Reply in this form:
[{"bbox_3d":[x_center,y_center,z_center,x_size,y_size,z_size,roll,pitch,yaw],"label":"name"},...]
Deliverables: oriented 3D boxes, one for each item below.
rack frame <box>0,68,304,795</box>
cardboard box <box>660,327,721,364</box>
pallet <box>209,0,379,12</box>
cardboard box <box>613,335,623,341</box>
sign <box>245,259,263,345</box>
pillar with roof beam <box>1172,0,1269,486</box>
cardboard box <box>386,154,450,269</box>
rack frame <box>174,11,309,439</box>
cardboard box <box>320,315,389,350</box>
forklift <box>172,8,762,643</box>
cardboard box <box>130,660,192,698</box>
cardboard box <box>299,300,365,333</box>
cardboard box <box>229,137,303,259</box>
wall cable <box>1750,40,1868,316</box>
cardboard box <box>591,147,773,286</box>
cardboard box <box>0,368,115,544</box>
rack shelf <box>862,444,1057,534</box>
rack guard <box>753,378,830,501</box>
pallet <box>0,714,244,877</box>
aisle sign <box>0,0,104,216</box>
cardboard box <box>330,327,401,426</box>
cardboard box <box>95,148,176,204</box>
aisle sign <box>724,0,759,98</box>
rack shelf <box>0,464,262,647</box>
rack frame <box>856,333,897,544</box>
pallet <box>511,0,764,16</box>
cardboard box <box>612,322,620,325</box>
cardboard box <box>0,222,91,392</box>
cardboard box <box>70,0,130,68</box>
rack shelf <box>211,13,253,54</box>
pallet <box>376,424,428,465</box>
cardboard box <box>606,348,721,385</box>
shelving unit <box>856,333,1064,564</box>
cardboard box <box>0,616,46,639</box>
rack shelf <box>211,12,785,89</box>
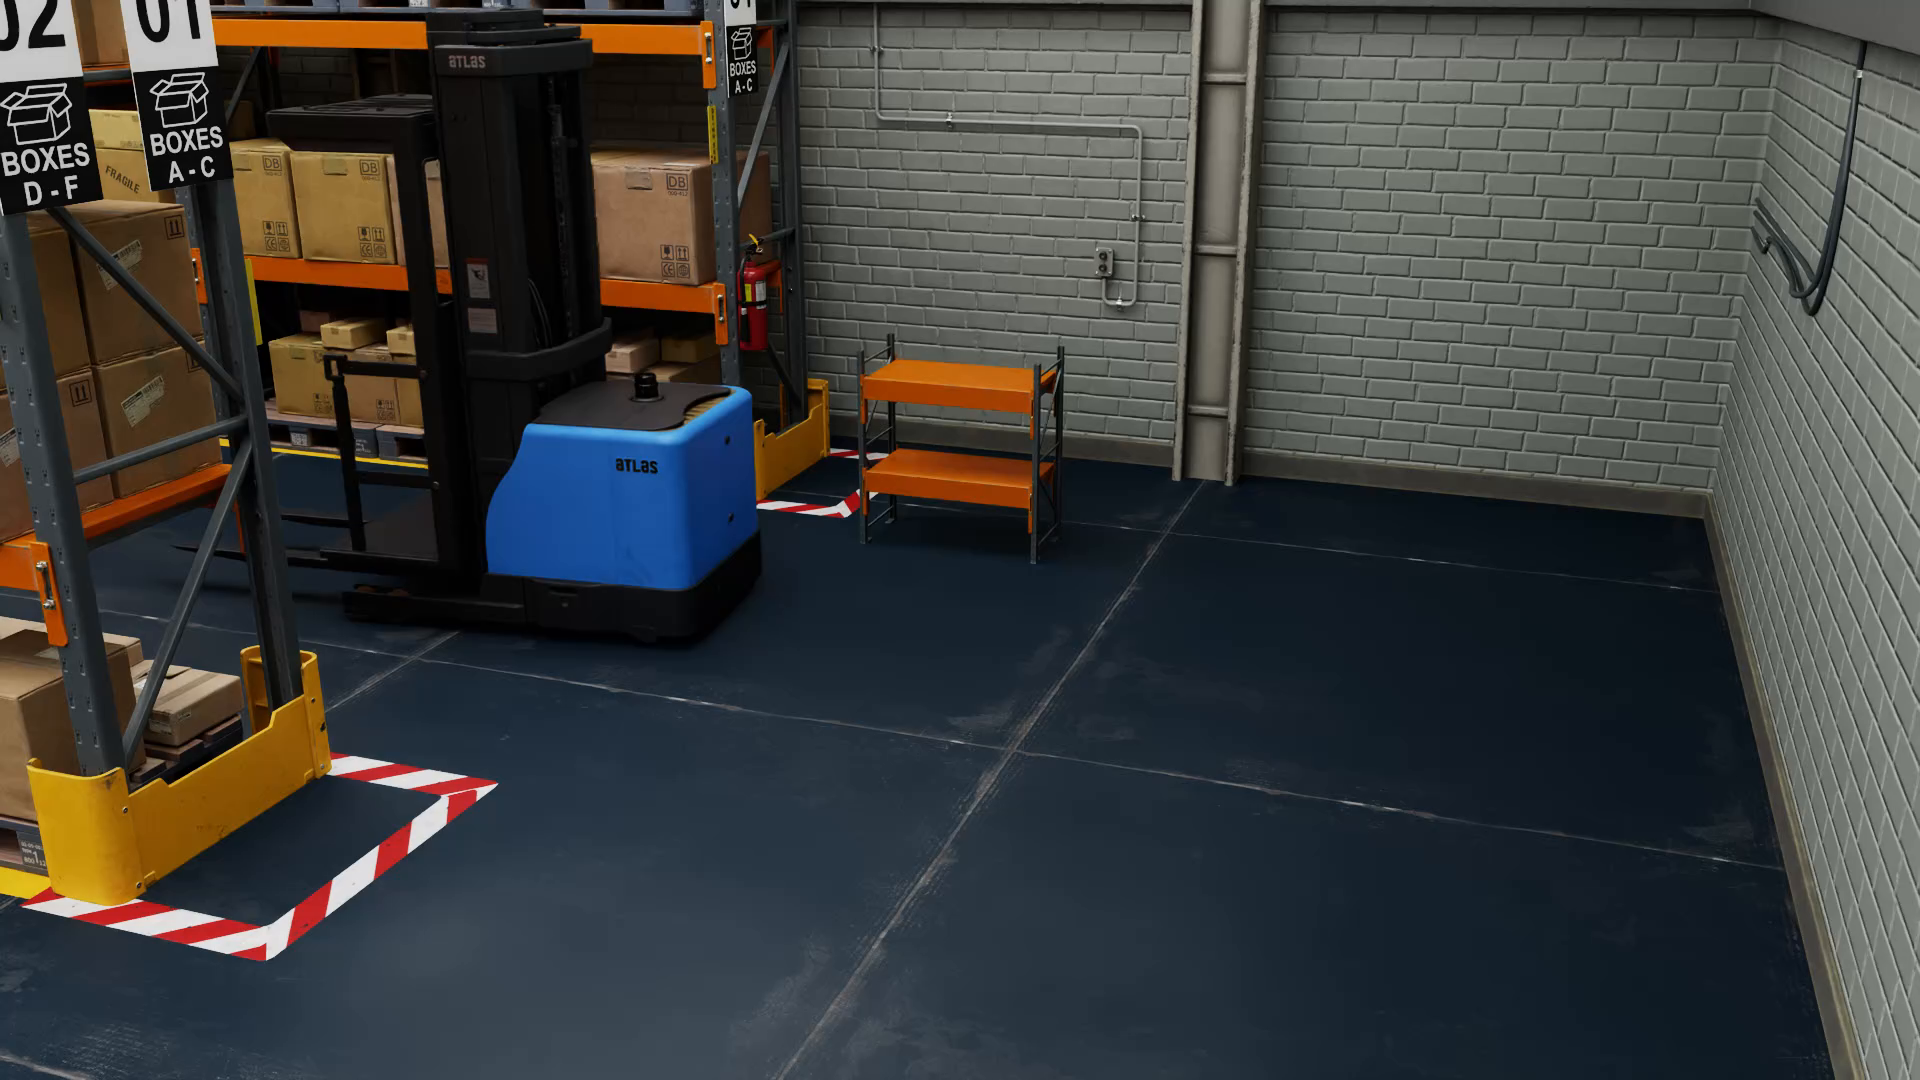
[{"bbox_3d":[-2.858,-0.310,5.909,0.127,3.000,1.000,7,20,18],"label":"rack frame"},{"bbox_3d":[-1.746,-1.268,10.832,0.250,0.149,0.380,7,20,18],"label":"cardboard box"},{"bbox_3d":[-4.245,-3.566,10.826,1.213,0.211,1.003,7,20,18],"label":"pallet"},{"bbox_3d":[-2.353,-1.204,10.648,0.250,0.149,0.380,7,20,20],"label":"cardboard box"},{"bbox_3d":[-2.680,-0.888,6.250,0.005,0.325,0.100,7,20,18],"label":"sign"},{"bbox_3d":[0.186,-3.322,5.436,0.400,9.000,9.100,7,20,18],"label":"pillar with roof beam"},{"bbox_3d":[-3.129,-2.205,10.888,0.700,0.700,0.980,6,20,15],"label":"cardboard box"},{"bbox_3d":[-5.014,-2.283,11.568,0.127,3.000,1.000,7,20,18],"label":"rack frame"},{"bbox_3d":[-4.078,-1.401,11.212,0.250,0.149,0.380,7,20,20],"label":"cardboard box"},{"bbox_3d":[-2.630,-1.128,8.360,3.031,2.935,1.130,5,20,13],"label":"forklift"},{"bbox_3d":[-3.377,0.641,6.817,0.250,0.166,0.380,7,20,18],"label":"cardboard box"},{"bbox_3d":[-4.413,-1.572,11.703,0.250,0.149,0.380,6,20,18],"label":"cardboard box"},{"bbox_3d":[-4.507,-2.361,11.336,0.700,0.700,0.980,7,20,19],"label":"cardboard box"},{"bbox_3d":[3.990,-2.495,7.781,0.112,2.526,3.097,7,20,18],"label":"wall cable"},{"bbox_3d":[-1.721,-2.044,10.428,0.700,0.700,0.980,7,21,21],"label":"cardboard box"},{"bbox_3d":[-3.370,-0.321,5.788,0.500,0.500,0.500,7,20,20],"label":"cardboard box"},{"bbox_3d":[0.006,-0.300,9.469,1.000,0.278,0.538,7,20,18],"label":"rack shelf"},{"bbox_3d":[-1.213,-0.668,10.733,0.348,0.500,1.175,7,20,18],"label":"rack guard"},{"bbox_3d":[-3.683,0.913,6.638,1.213,0.211,1.003,7,20,18],"label":"pallet"},{"bbox_3d":[-2.894,-1.435,5.187,0.004,0.787,0.394,7,20,18],"label":"aisle sign"},{"bbox_3d":[-3.868,-1.133,11.429,0.500,0.500,0.700,6,20,18],"label":"cardboard box"},{"bbox_3d":[-5.533,-2.451,11.418,0.500,0.500,0.500,6,20,17],"label":"cardboard box"},{"bbox_3d":[-1.266,-2.977,9.611,0.004,0.787,0.394,7,20,18],"label":"aisle sign"},{"bbox_3d":[-4.747,-0.187,6.647,4.000,0.370,1.077,7,20,18],"label":"rack shelf"},{"bbox_3d":[-0.474,-0.585,9.547,0.032,1.125,0.500,7,20,18],"label":"rack frame"},{"bbox_3d":[-1.940,-3.302,10.070,1.213,0.211,1.003,7,20,18],"label":"pallet"},{"bbox_3d":[-2.461,-1.350,11.066,0.250,0.149,0.380,7,20,19],"label":"cardboard box"},{"bbox_3d":[-3.369,-0.792,5.620,0.500,0.500,0.500,6,20,18],"label":"cardboard box"},{"bbox_3d":[-3.260,-1.790,5.826,0.500,0.250,0.500,7,20,18],"label":"cardboard box"},{"bbox_3d":[-6.904,-3.576,11.813,4.000,0.370,1.077,7,20,18],"label":"rack shelf"},{"bbox_3d":[-3.165,-0.728,11.345,1.213,0.211,1.003,7,20,18],"label":"pallet"},{"bbox_3d":[-1.930,-0.913,10.799,0.500,0.500,0.700,7,20,18],"label":"cardboard box"},{"bbox_3d":[0.006,-0.530,9.389,1.048,1.125,0.538,7,20,18],"label":"shelving unit"},{"bbox_3d":[-4.223,0.526,7.020,0.500,0.250,0.500,7,20,18],"label":"cardboard box"},{"bbox_3d":[-3.125,-3.144,10.573,4.000,0.370,1.077,7,20,18],"label":"rack shelf"}]
